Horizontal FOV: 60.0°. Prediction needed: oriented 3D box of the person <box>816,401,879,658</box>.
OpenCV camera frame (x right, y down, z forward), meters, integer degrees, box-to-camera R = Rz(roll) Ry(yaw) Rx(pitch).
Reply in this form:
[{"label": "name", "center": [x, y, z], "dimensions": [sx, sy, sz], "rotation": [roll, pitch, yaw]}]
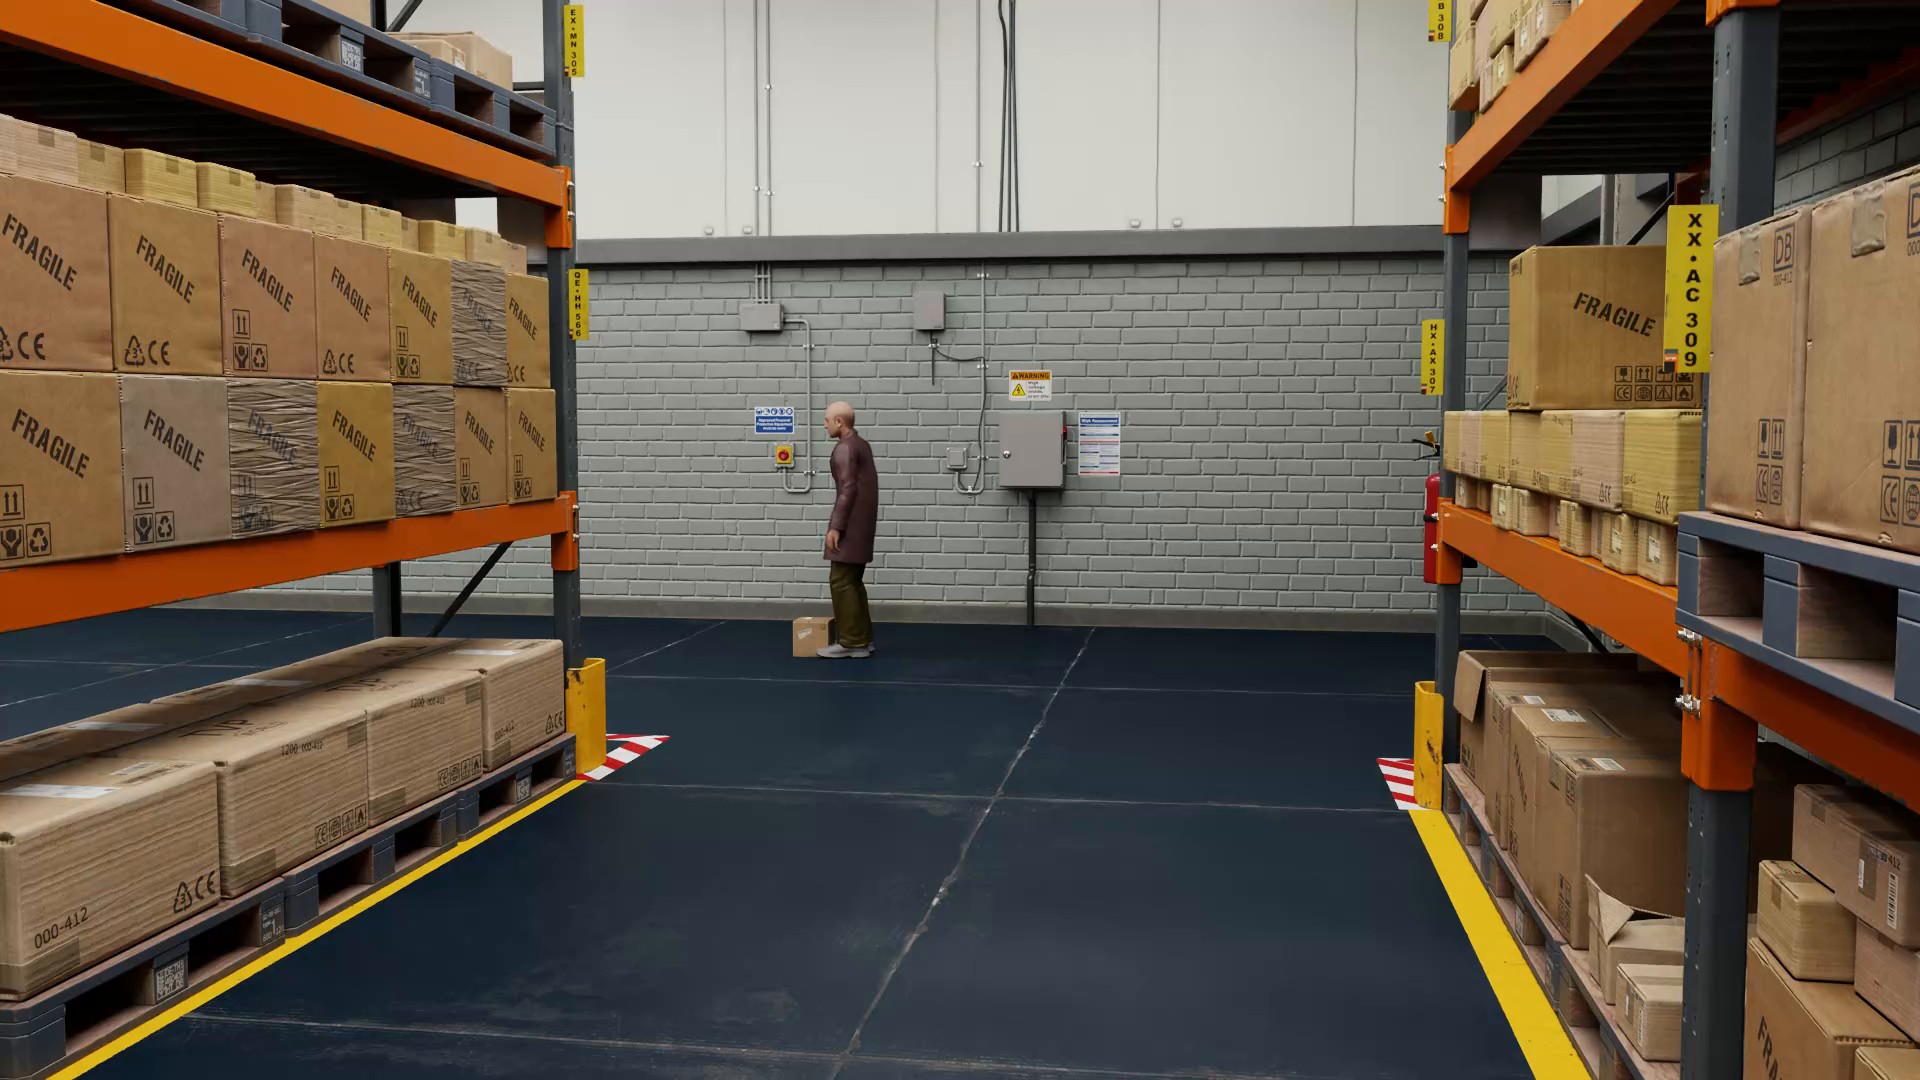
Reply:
[{"label": "person", "center": [-0.780, -0.077, 11.594], "dimensions": [0.423, 1.774, 0.643], "rotation": [1, 4, 9]}]
